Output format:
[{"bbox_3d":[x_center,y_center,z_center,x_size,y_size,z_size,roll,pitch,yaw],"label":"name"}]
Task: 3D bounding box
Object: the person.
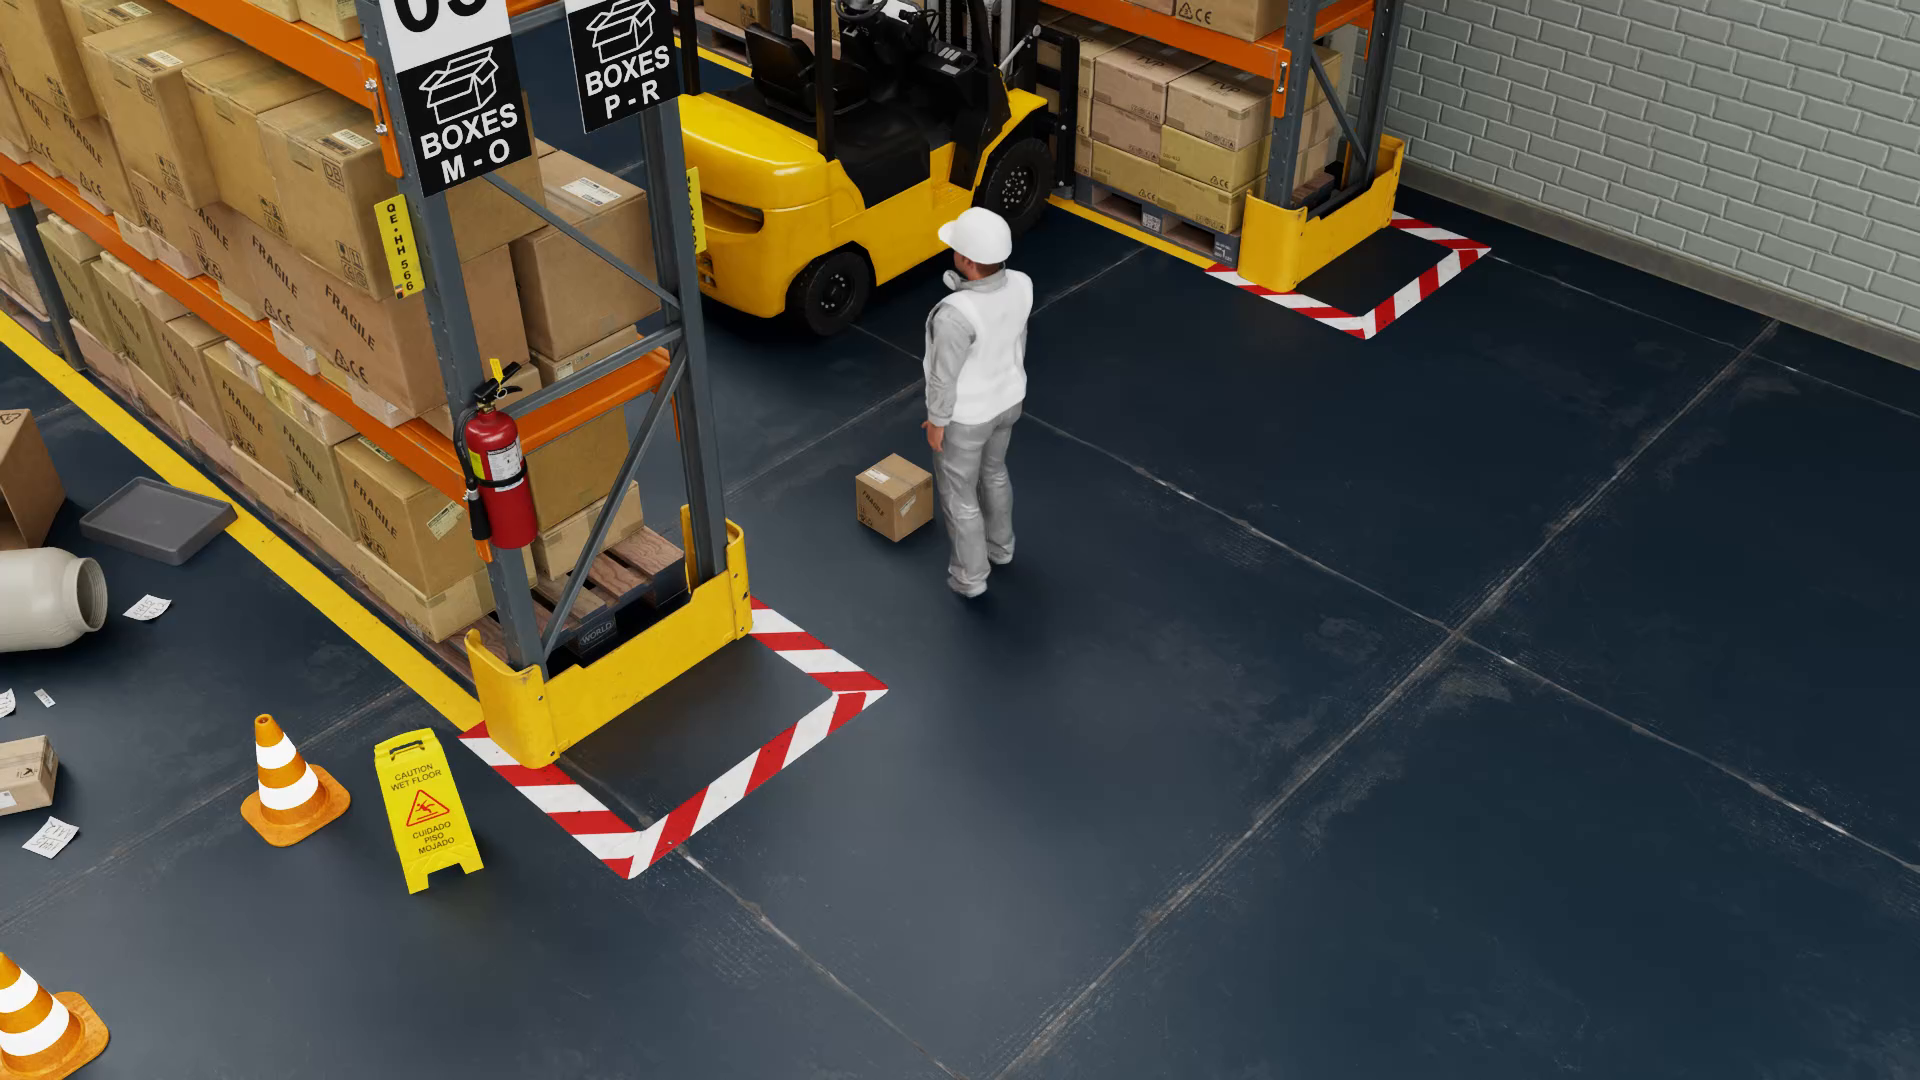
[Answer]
[{"bbox_3d":[0.052,-0.544,6.861,0.374,1.838,0.534,31,48,32],"label":"person"}]
